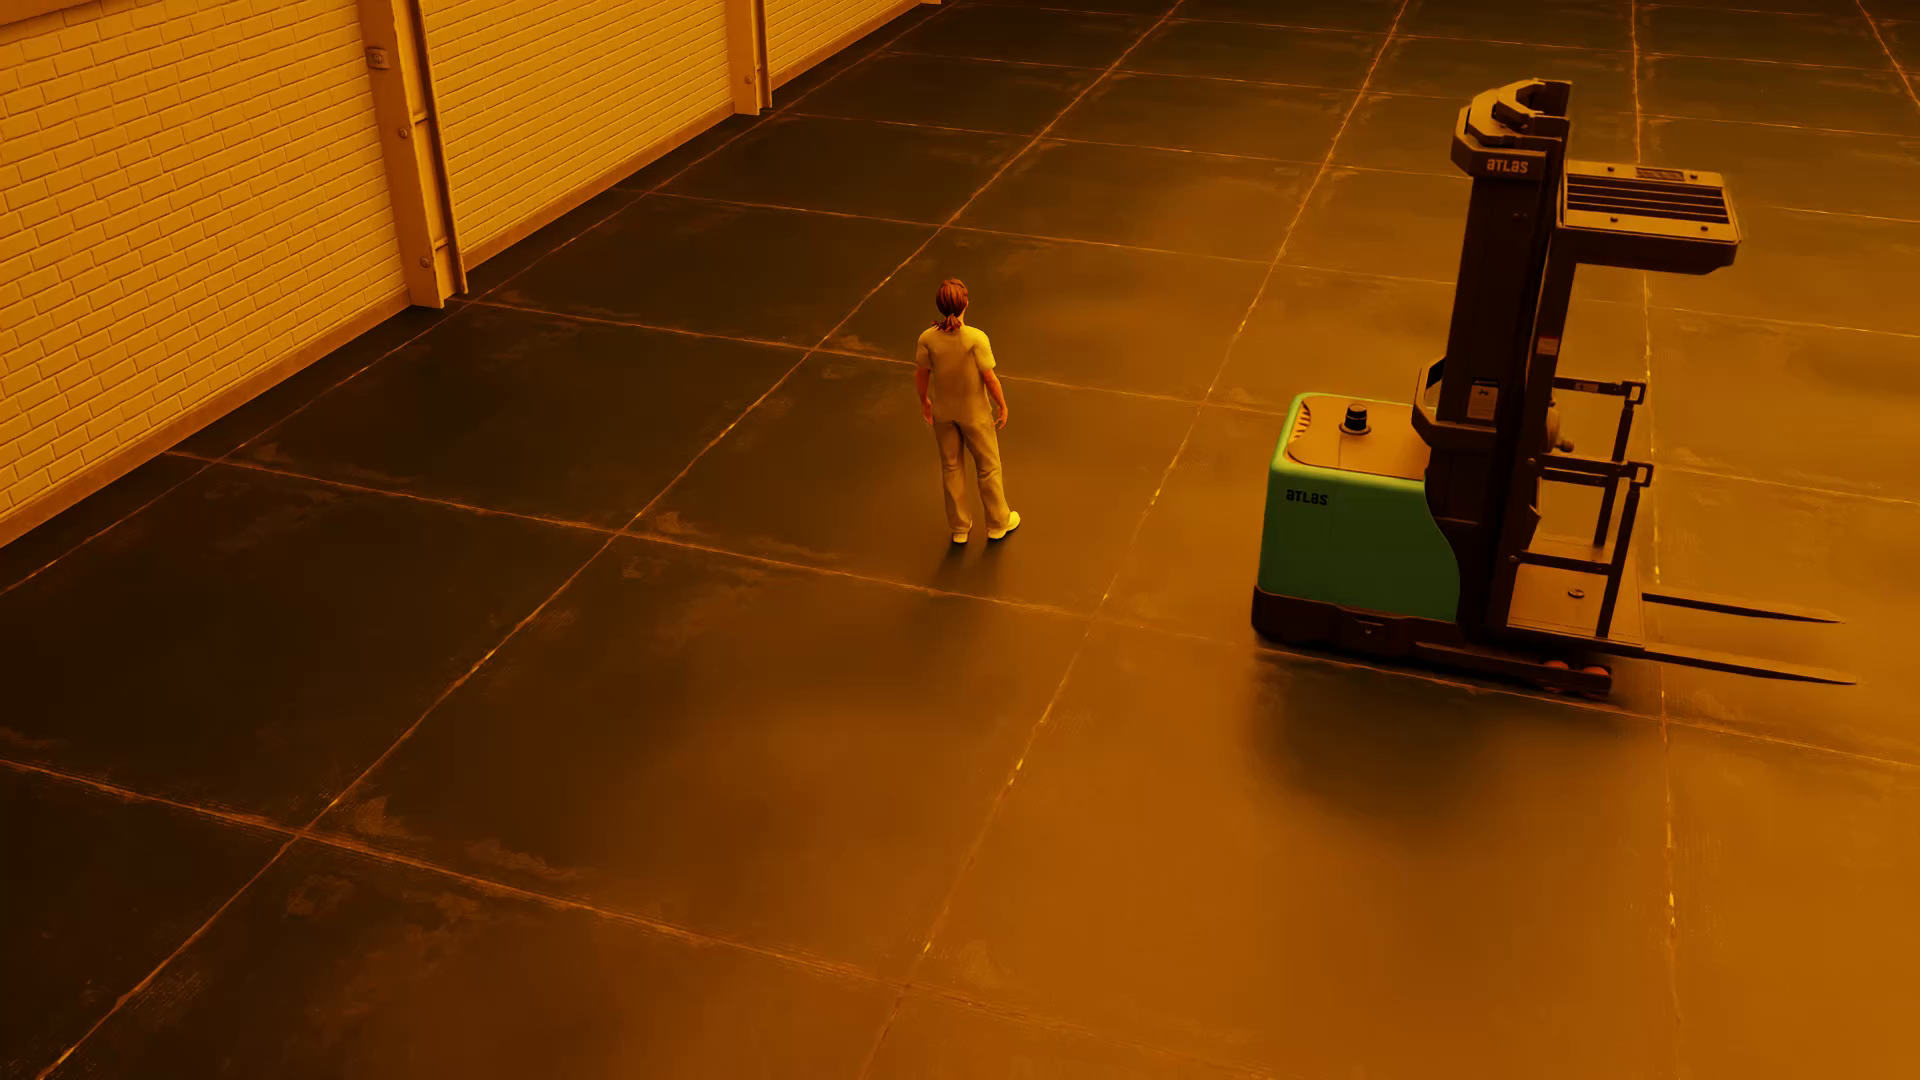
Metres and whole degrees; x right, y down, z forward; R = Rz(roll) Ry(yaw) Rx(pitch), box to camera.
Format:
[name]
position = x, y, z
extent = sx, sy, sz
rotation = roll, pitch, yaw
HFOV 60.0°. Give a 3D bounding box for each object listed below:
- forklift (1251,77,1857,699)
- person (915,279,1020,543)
[forklift]
position = 3.179, -0.742, 8.439
extent = 3.031, 2.935, 1.130
rotation = 9, 31, 15
[person]
position = 0.037, -0.767, 9.735
extent = 0.549, 1.673, 0.548
rotation = 10, 31, 16
